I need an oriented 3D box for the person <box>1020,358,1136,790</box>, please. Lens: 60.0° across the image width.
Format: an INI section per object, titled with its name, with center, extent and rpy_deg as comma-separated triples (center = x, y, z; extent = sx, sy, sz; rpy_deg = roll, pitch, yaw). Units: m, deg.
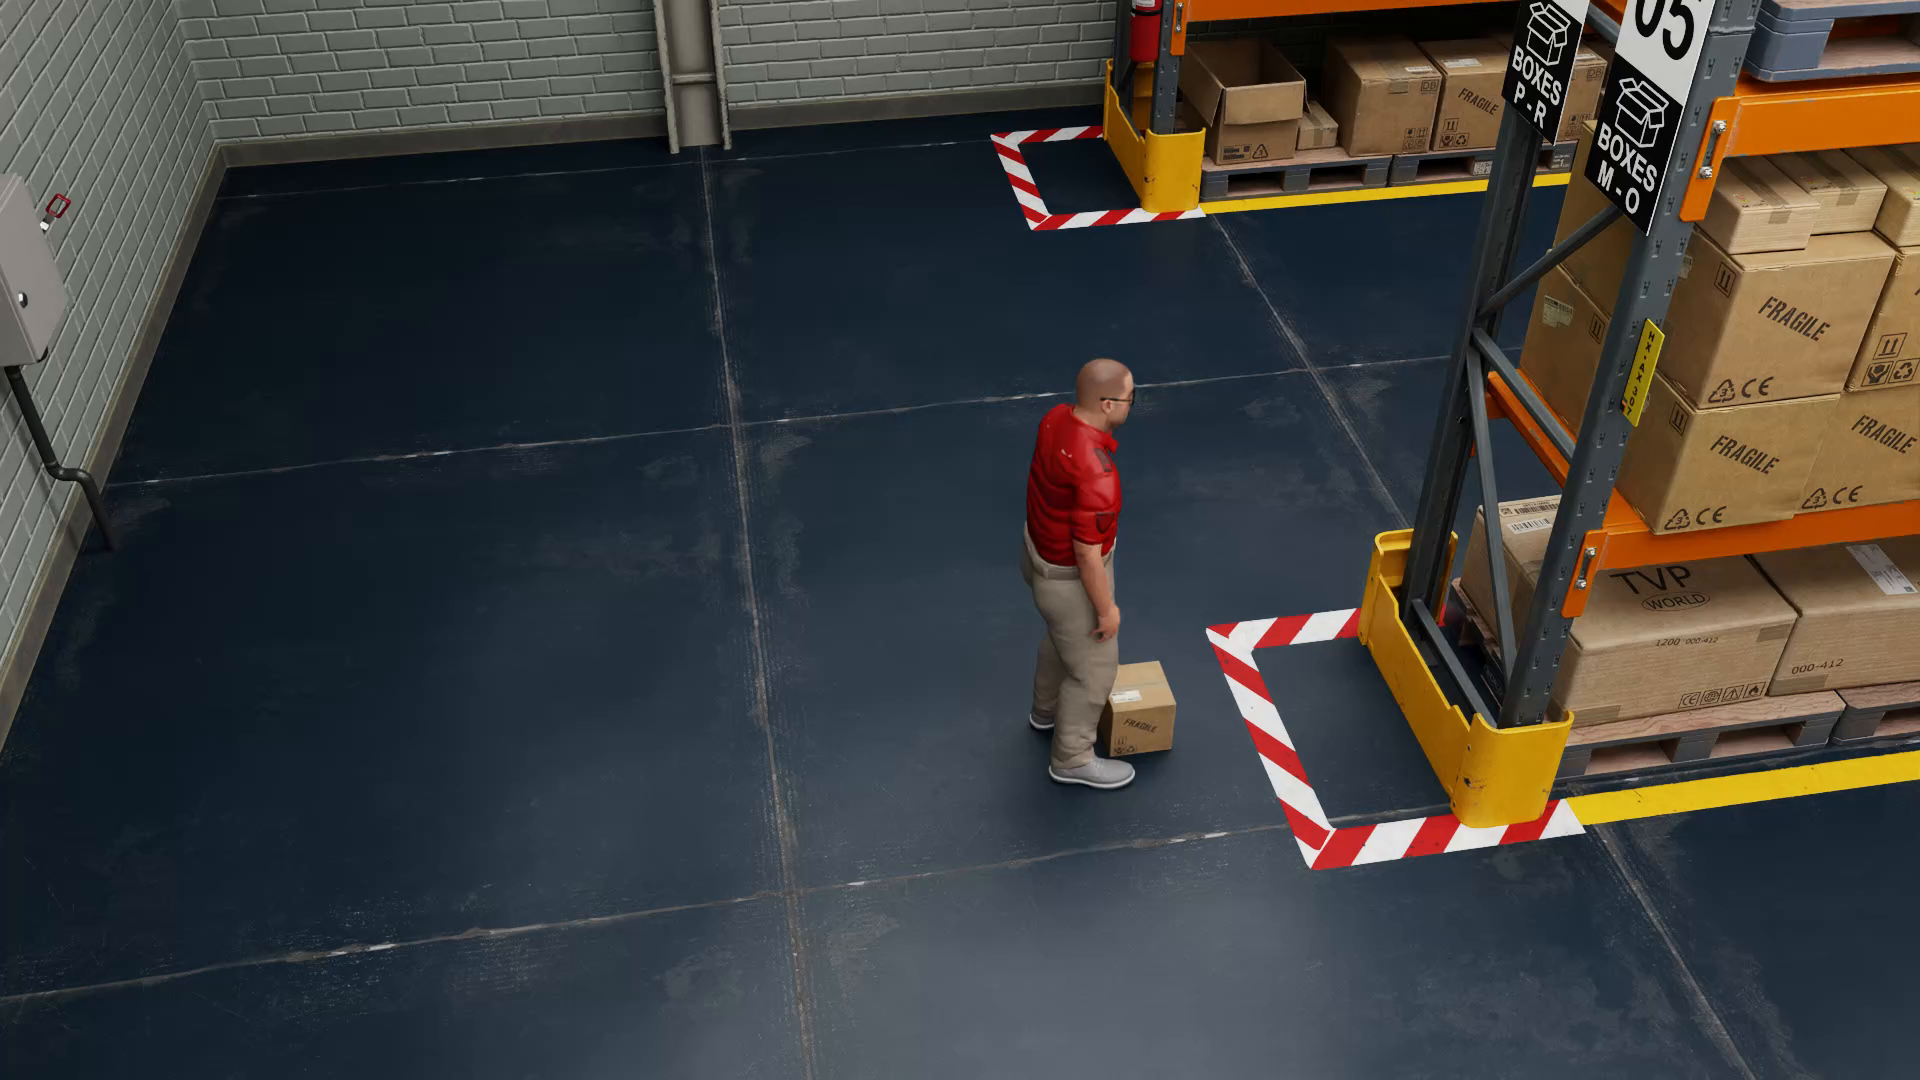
[person]
center = 0.432, 0.112, 6.023
extent = 0.393, 1.726, 0.599
rpy_deg = -8, 39, -10
